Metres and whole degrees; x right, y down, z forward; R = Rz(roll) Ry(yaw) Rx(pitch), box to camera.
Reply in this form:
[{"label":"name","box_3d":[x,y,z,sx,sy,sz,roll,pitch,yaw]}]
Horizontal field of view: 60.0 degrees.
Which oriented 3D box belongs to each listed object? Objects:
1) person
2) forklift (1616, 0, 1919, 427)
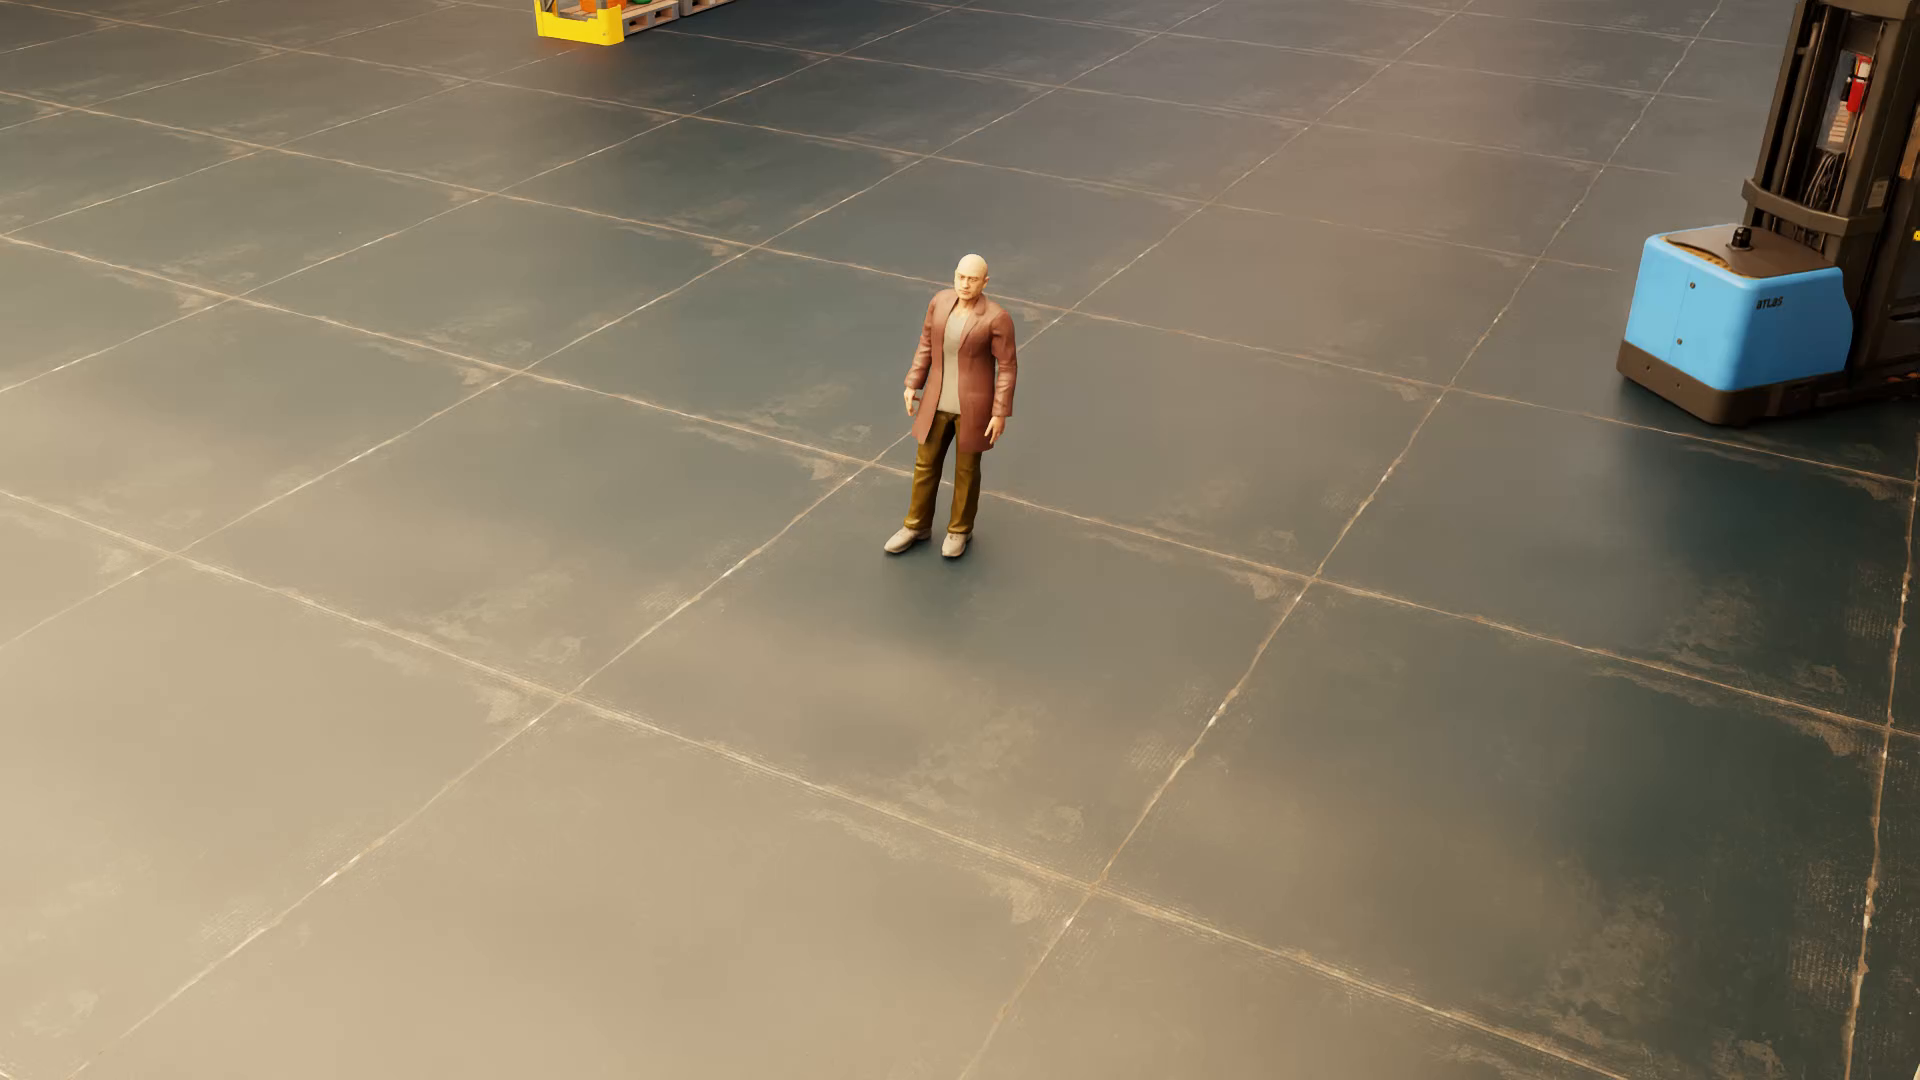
[{"label":"person","box_3d":[-0.048,-0.738,9.488,0.696,1.775,0.582,15,33,25]},{"label":"forklift","box_3d":[6.301,-2.484,11.375,3.031,2.935,1.130,-11,32,-18]}]
